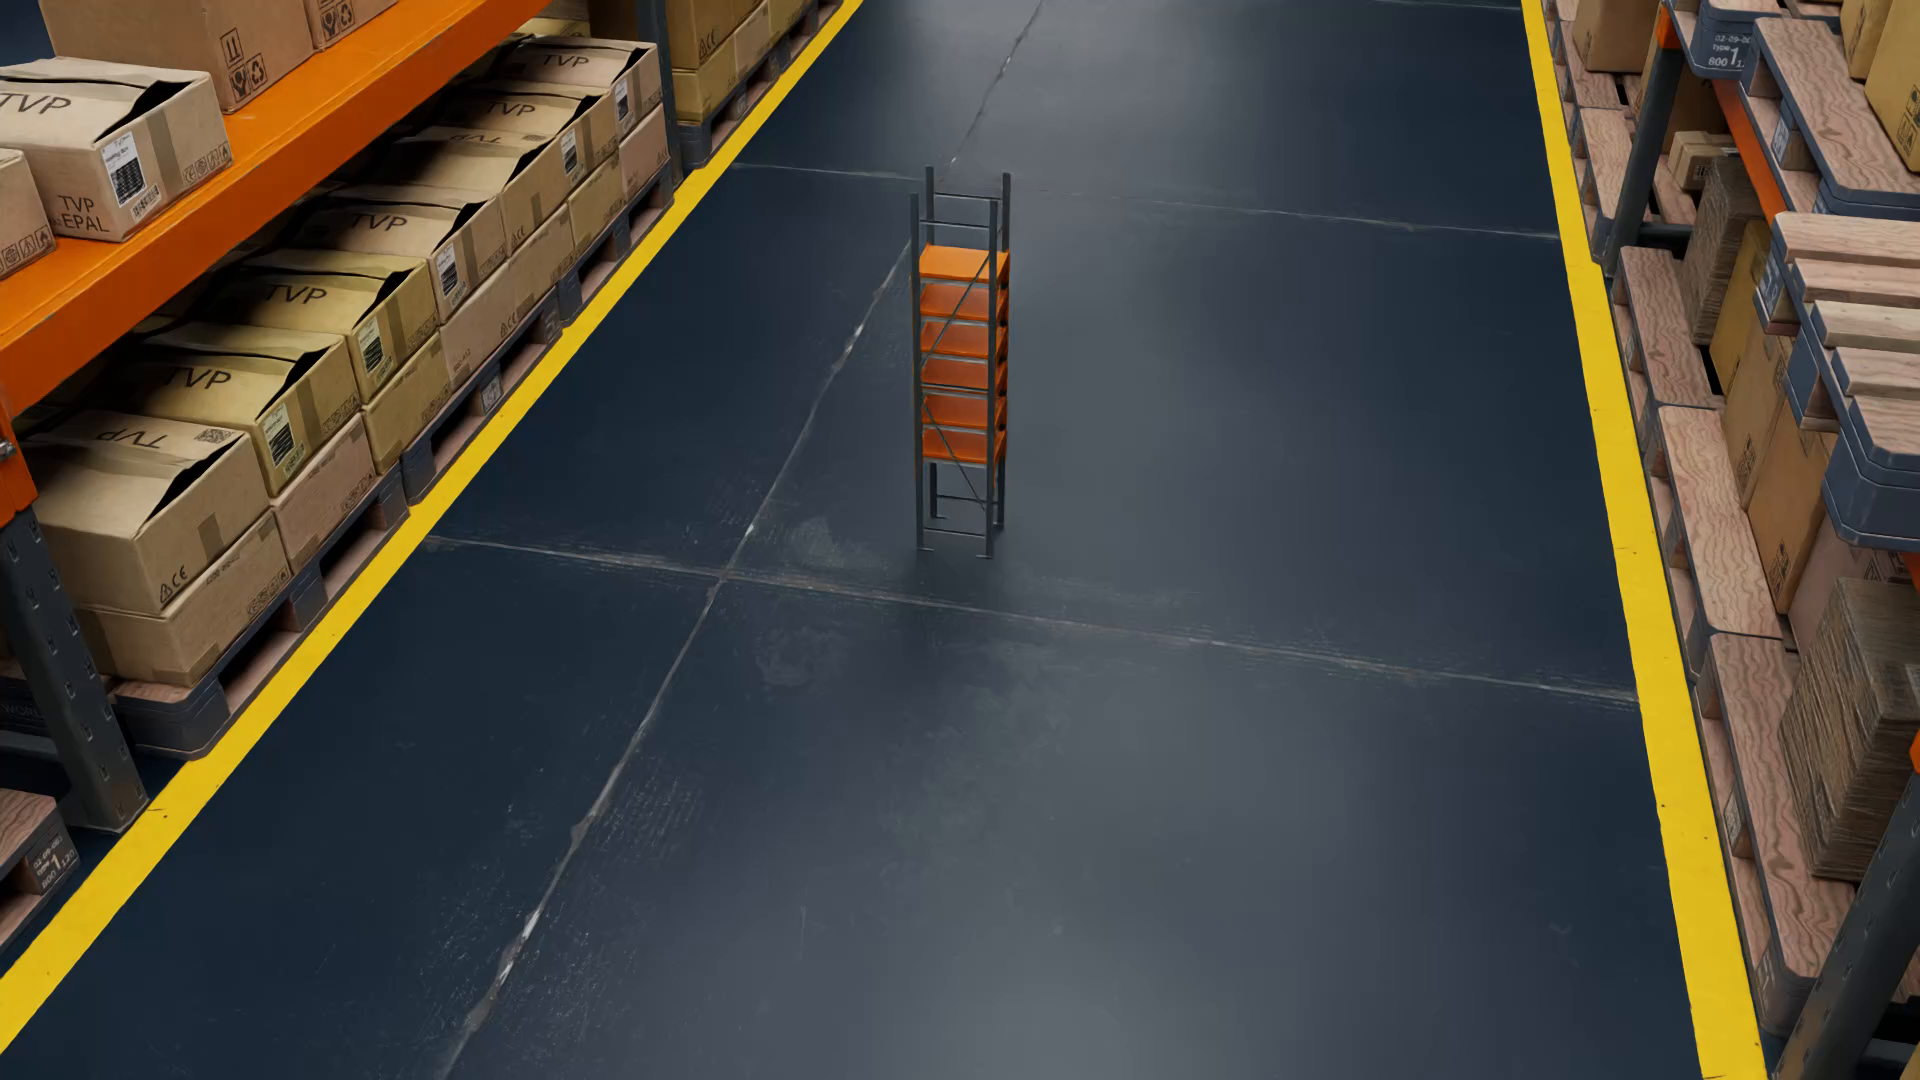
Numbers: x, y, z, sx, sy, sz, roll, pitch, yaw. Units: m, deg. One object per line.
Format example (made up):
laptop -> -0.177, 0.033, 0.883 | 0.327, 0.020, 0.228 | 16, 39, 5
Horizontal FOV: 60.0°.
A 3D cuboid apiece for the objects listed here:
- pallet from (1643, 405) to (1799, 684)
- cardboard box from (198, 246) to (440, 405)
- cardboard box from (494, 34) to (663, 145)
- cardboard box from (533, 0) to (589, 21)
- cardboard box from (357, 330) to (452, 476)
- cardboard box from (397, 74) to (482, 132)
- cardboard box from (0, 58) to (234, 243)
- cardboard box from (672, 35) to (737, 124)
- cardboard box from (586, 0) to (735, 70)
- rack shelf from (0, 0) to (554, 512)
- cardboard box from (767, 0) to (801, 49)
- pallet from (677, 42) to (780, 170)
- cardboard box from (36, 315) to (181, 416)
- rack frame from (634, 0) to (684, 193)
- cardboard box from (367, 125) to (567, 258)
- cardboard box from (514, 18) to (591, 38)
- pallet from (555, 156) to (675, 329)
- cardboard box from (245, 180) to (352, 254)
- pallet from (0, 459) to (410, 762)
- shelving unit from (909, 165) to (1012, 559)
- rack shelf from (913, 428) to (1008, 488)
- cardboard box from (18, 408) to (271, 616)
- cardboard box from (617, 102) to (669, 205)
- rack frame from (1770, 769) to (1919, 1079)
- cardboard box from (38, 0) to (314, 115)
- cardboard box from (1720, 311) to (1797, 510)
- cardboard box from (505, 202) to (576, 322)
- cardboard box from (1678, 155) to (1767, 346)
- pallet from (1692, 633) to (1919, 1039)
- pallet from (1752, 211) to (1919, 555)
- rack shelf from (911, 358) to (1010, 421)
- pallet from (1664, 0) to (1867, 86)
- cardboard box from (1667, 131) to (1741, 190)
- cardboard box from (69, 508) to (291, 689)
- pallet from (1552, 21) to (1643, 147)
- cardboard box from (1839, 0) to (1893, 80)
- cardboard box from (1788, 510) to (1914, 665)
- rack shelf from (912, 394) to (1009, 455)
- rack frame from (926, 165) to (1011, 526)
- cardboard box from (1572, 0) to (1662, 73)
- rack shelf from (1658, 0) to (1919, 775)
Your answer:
pallet -> 2.674, 0.042, 5.012 | 1.003, 0.211, 1.213 | 7, 37, 10
cardboard box -> -1.983, -0.702, 5.170 | 0.500, 0.311, 0.500 | 6, 36, 9
cardboard box -> -1.549, -1.870, 6.781 | 0.500, 0.311, 0.500 | 7, 37, 10
cardboard box -> -1.739, -2.793, 7.894 | 0.500, 0.500, 0.500 | 7, 37, 10
cardboard box -> -1.987, -0.468, 5.325 | 0.500, 0.250, 0.500 | 6, 36, 9
cardboard box -> -2.186, -1.646, 6.472 | 0.500, 0.311, 0.500 | 7, 37, 9
cardboard box -> -2.217, -1.013, 4.168 | 0.500, 0.311, 0.500 | 7, 37, 9
cardboard box -> -1.348, -2.139, 7.630 | 0.500, 0.250, 0.500 | 7, 37, 10
cardboard box -> -1.338, -2.441, 7.408 | 0.500, 0.500, 0.500 | 7, 37, 10
rack shelf -> -2.170, -1.416, 5.261 | 1.077, 0.370, 4.000 | 7, 37, 10
cardboard box -> -1.124, -2.711, 8.419 | 0.500, 0.250, 0.500 | 7, 37, 10
pallet -> -1.532, -2.176, 8.072 | 1.003, 0.211, 1.213 | 7, 37, 10
cardboard box -> -2.621, -0.475, 4.856 | 0.500, 0.311, 0.500 | 7, 36, 9
rack frame -> -1.743, -2.854, 6.632 | 1.000, 3.000, 0.127 | 7, 37, 10
cardboard box -> -1.763, -1.285, 5.974 | 0.500, 0.311, 0.500 | 7, 37, 10
cardboard box -> -1.857, -2.204, 7.720 | 0.500, 0.250, 0.500 | 7, 37, 10
pallet -> -1.862, -1.298, 6.861 | 1.003, 0.211, 1.213 | 7, 37, 10
cardboard box -> -2.402, -1.051, 5.651 | 0.500, 0.311, 0.500 | 8, 37, 11
pallet -> -2.383, 0.101, 4.930 | 1.003, 0.211, 1.213 | 7, 37, 10
shelving unit -> 0.003, -0.494, 4.909 | 0.258, 1.200, 0.189 | 7, 37, 10
rack shelf -> 0.003, -0.264, 5.076 | 0.258, 0.103, 0.180 | 7, 37, 10
cardboard box -> -2.198, -0.108, 4.350 | 0.500, 0.311, 0.500 | 9, 37, 12
cardboard box -> -1.548, -1.637, 6.937 | 0.500, 0.250, 0.500 | 7, 37, 10
rack frame -> 2.243, 0.058, 2.614 | 1.000, 3.000, 0.127 | 7, 37, 10
cardboard box -> -2.255, -1.565, 4.768 | 0.500, 0.500, 0.500 | 5, 36, 7
cardboard box -> 2.747, -0.387, 4.983 | 0.700, 0.500, 0.500 | 8, 37, 10
cardboard box -> -1.767, -1.054, 6.133 | 0.500, 0.250, 0.500 | 8, 37, 11
cardboard box -> 2.956, -0.977, 5.797 | 0.700, 0.500, 0.500 | 9, 37, 12
pallet -> 2.411, 0.739, 4.050 | 1.003, 0.211, 1.213 | 7, 37, 10
pallet -> 2.291, -0.286, 3.252 | 1.213, 0.211, 1.003 | 7, 37, 10
rack shelf -> 0.003, -0.458, 4.935 | 0.258, 0.103, 0.180 | 7, 37, 10
pallet -> 2.792, -1.738, 5.255 | 1.003, 0.211, 1.213 | 7, 37, 10
cardboard box -> 3.182, -1.577, 6.909 | 0.380, 0.166, 0.250 | 3, 36, 4
cardboard box -> -2.198, 0.119, 4.515 | 0.500, 0.250, 0.500 | 7, 37, 10
pallet -> 3.465, -2.197, 8.102 | 1.003, 0.211, 1.213 | 7, 37, 10
cardboard box -> 2.719, -1.465, 4.256 | 0.700, 0.500, 0.500 | 12, 38, 16
cardboard box -> 2.569, 0.192, 4.184 | 0.700, 0.500, 0.500 | 7, 37, 10
rack shelf -> 0.003, -0.361, 5.006 | 0.258, 0.103, 0.180 | 7, 37, 10
rack frame -> 0.023, -0.547, 4.982 | 0.240, 1.200, 0.006 | 7, 37, 10
cardboard box -> 3.389, -2.568, 7.992 | 0.700, 0.500, 0.500 | 5, 36, 7
rack shelf -> 2.670, -0.797, 4.407 | 1.077, 0.370, 4.000 | 7, 37, 10
